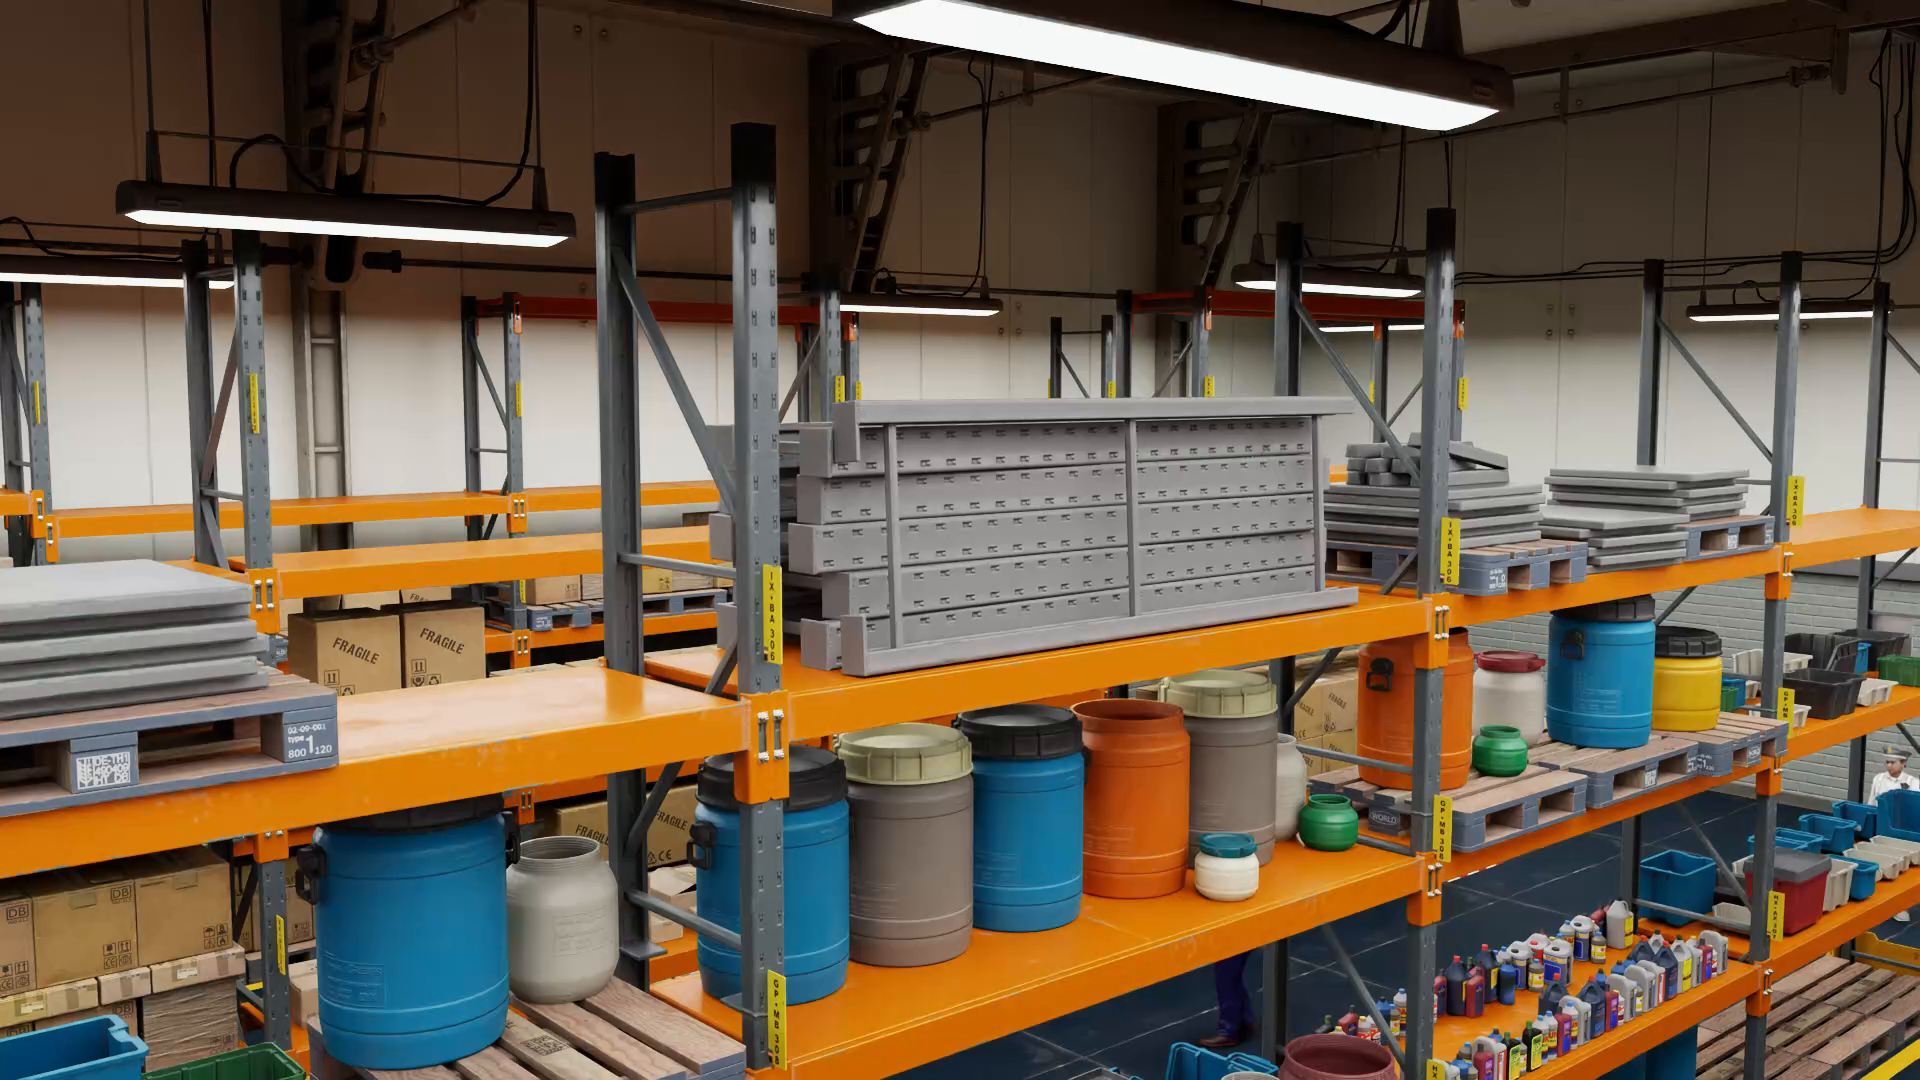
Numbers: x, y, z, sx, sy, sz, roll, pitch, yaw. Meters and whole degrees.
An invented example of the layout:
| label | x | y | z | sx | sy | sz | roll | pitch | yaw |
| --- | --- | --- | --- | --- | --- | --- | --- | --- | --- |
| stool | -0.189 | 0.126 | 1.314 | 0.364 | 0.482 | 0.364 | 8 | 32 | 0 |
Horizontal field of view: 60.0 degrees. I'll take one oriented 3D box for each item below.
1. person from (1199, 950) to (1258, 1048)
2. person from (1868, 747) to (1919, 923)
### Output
| label | x | y | z | sx | sy | sz | roll | pitch | yaw |
| --- | --- | --- | --- | --- | --- | --- | --- | --- | --- |
| person | 2.113 | 3.151 | 13.010 | 0.412 | 1.705 | 0.556 | 2 | 6 | 21 |
| person | 8.941 | 2.822 | 15.980 | 0.499 | 1.696 | 0.528 | -5 | 8 | -44 |
